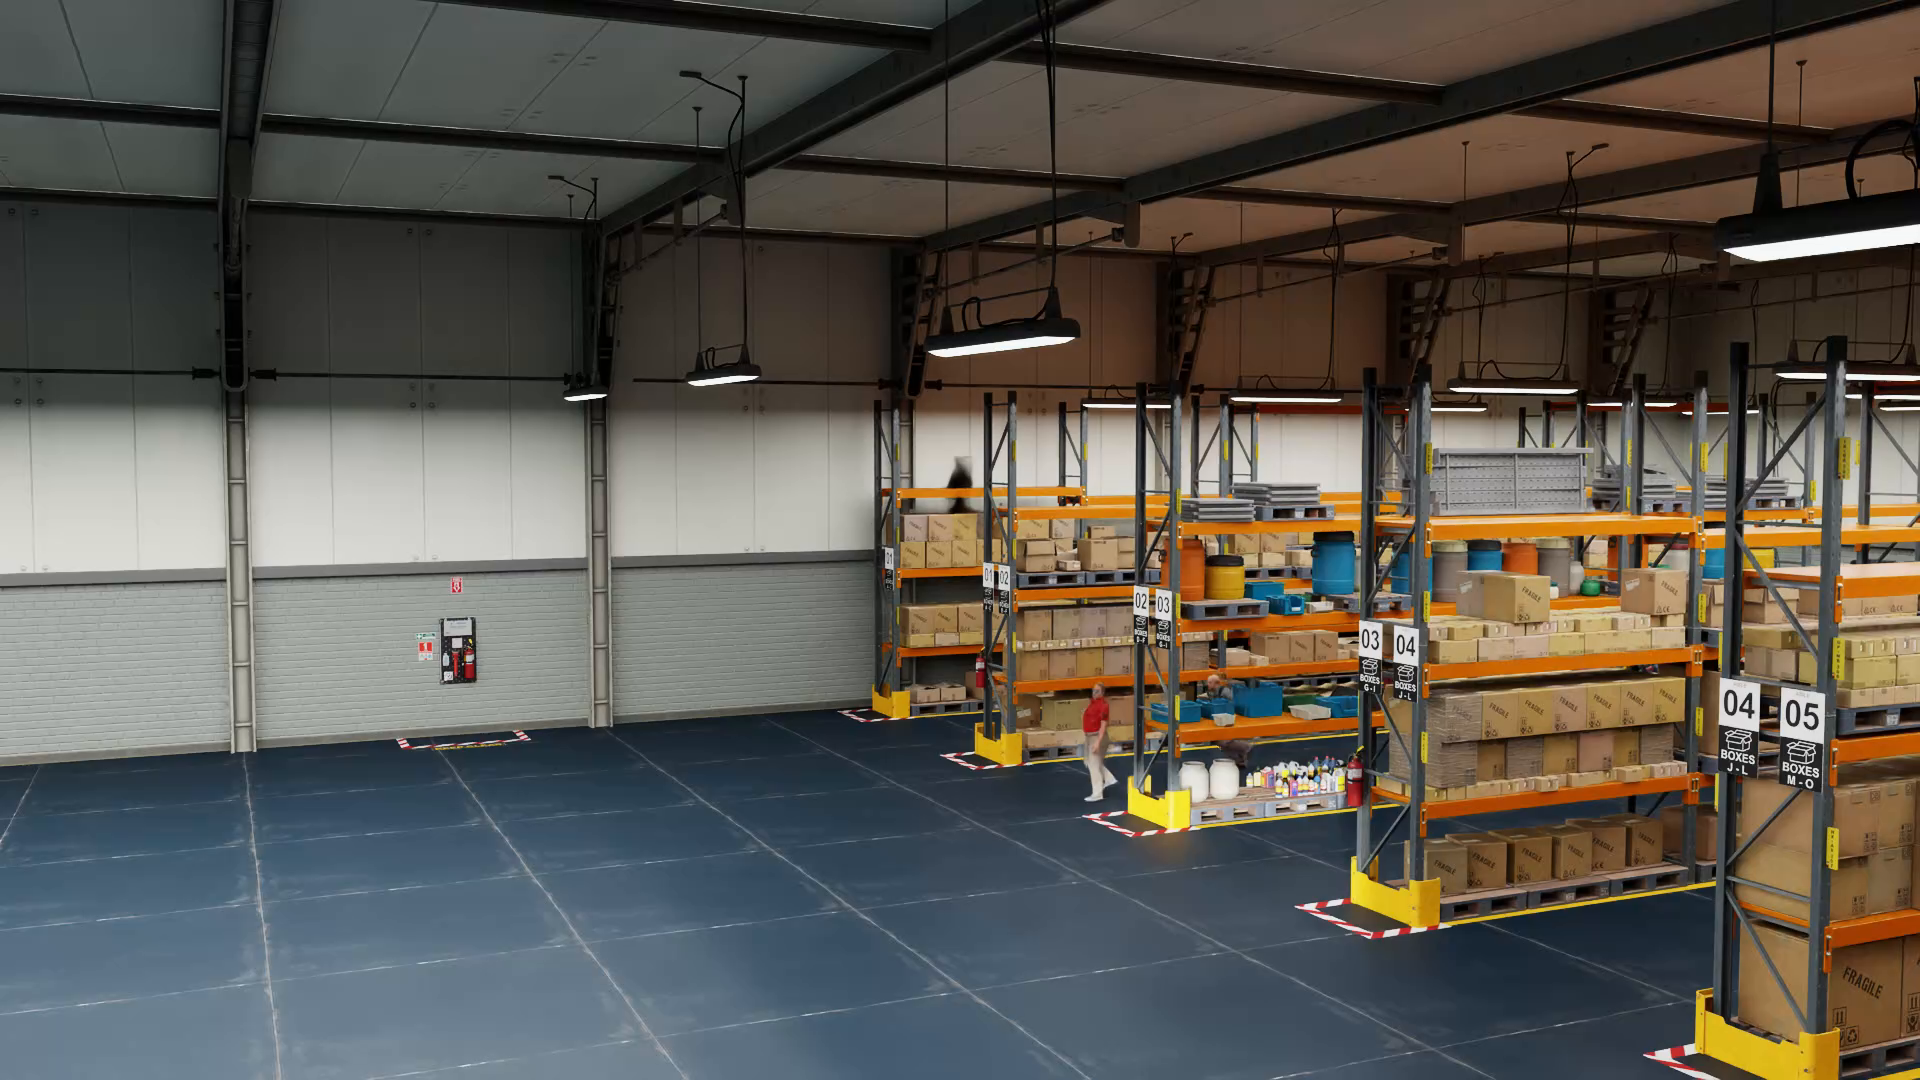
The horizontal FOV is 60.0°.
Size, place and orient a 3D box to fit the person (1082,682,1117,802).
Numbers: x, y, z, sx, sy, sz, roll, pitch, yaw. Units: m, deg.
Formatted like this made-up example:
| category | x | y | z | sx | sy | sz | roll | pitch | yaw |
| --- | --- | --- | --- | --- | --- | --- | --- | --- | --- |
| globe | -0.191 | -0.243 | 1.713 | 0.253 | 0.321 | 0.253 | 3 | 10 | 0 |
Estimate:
| category | x | y | z | sx | sy | sz | roll | pitch | yaw |
| --- | --- | --- | --- | --- | --- | --- | --- | --- | --- |
| person | 2.037 | 2.901 | 24.159 | 0.625 | 1.714 | 0.736 | -1 | 3 | -17 |

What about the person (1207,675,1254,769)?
| category | x | y | z | sx | sy | sz | roll | pitch | yaw |
| --- | --- | --- | --- | --- | --- | --- | --- | --- | --- |
| person | 4.262 | 2.879 | 26.166 | 0.824 | 1.539 | 0.687 | -1 | 3 | -18 |
